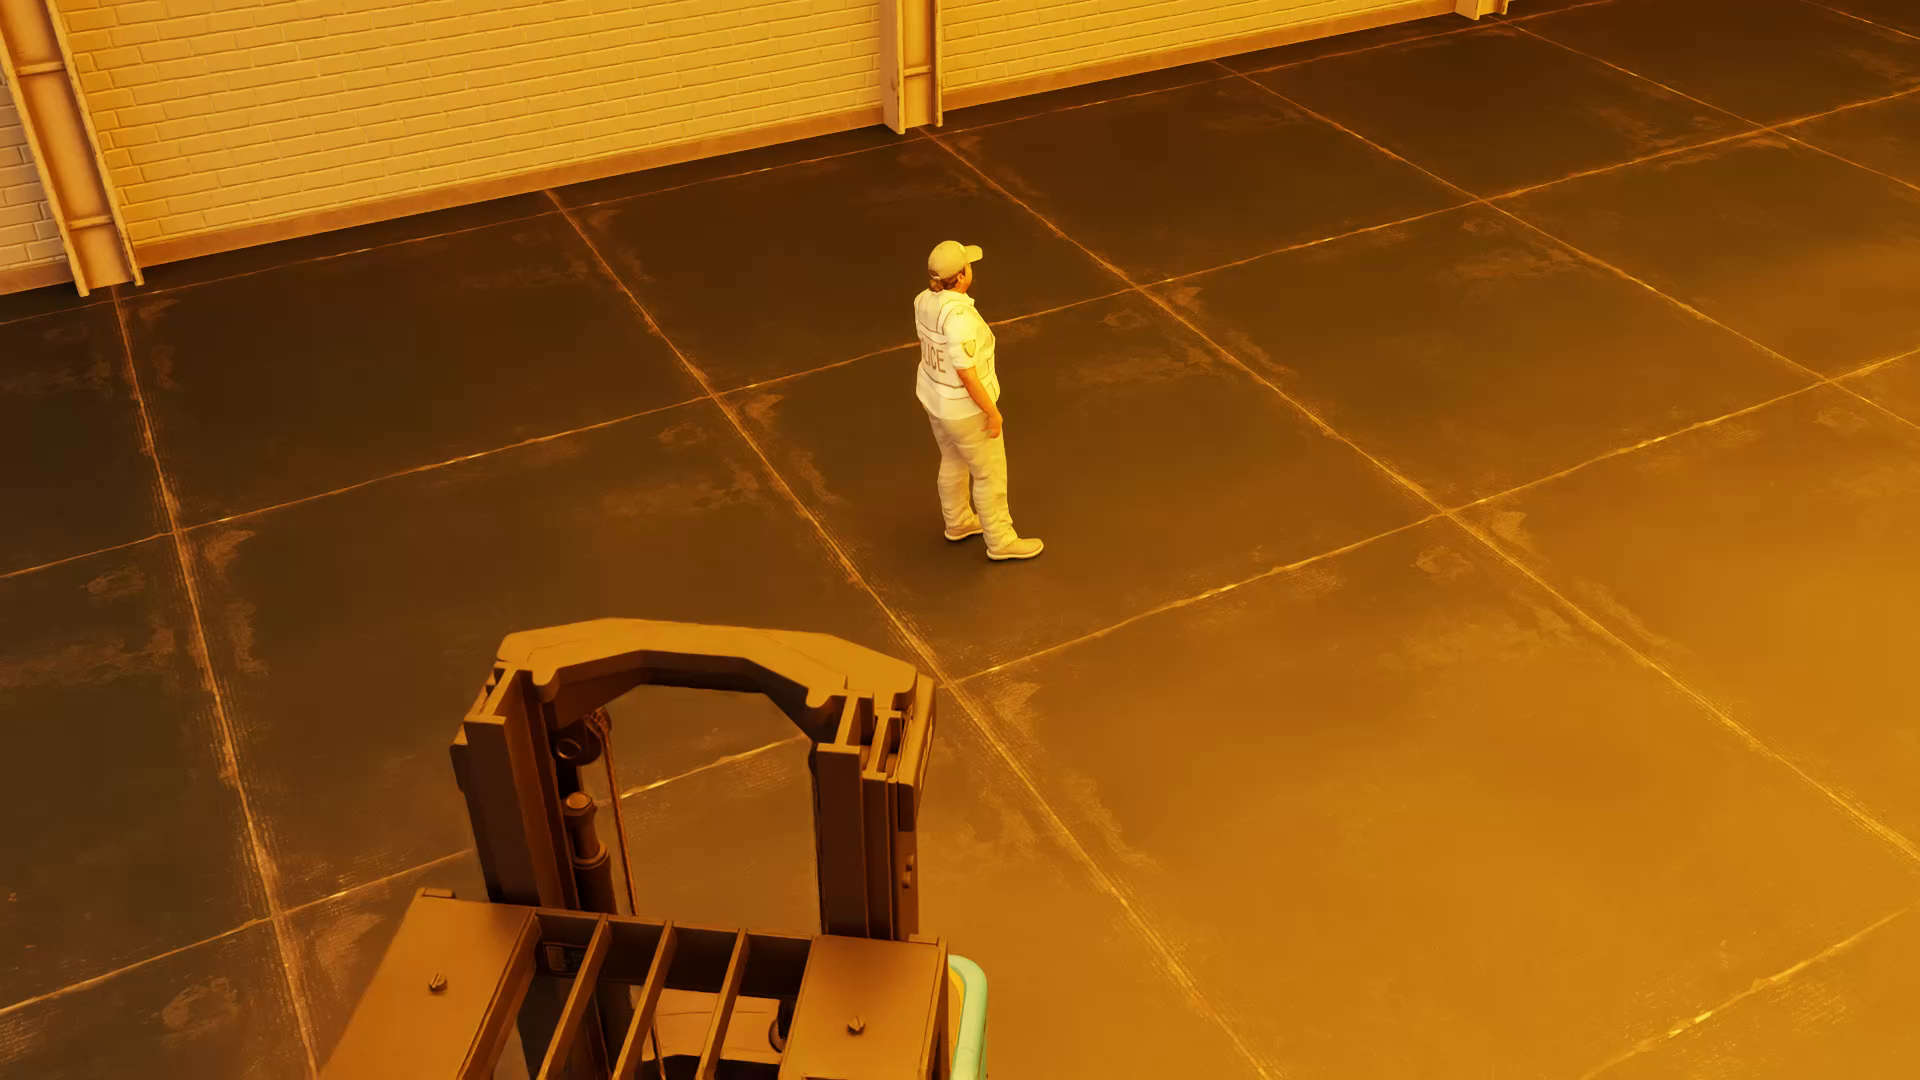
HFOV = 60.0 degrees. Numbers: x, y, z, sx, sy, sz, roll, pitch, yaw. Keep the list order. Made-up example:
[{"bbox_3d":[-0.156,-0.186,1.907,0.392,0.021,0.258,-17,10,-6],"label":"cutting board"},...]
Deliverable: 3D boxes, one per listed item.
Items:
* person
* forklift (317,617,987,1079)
[{"bbox_3d":[0.079,-0.695,8.190,0.529,1.670,0.598,-17,39,-23],"label":"person"},{"bbox_3d":[-0.597,1.751,3.646,1.130,2.935,3.031,4,35,6],"label":"forklift"}]
